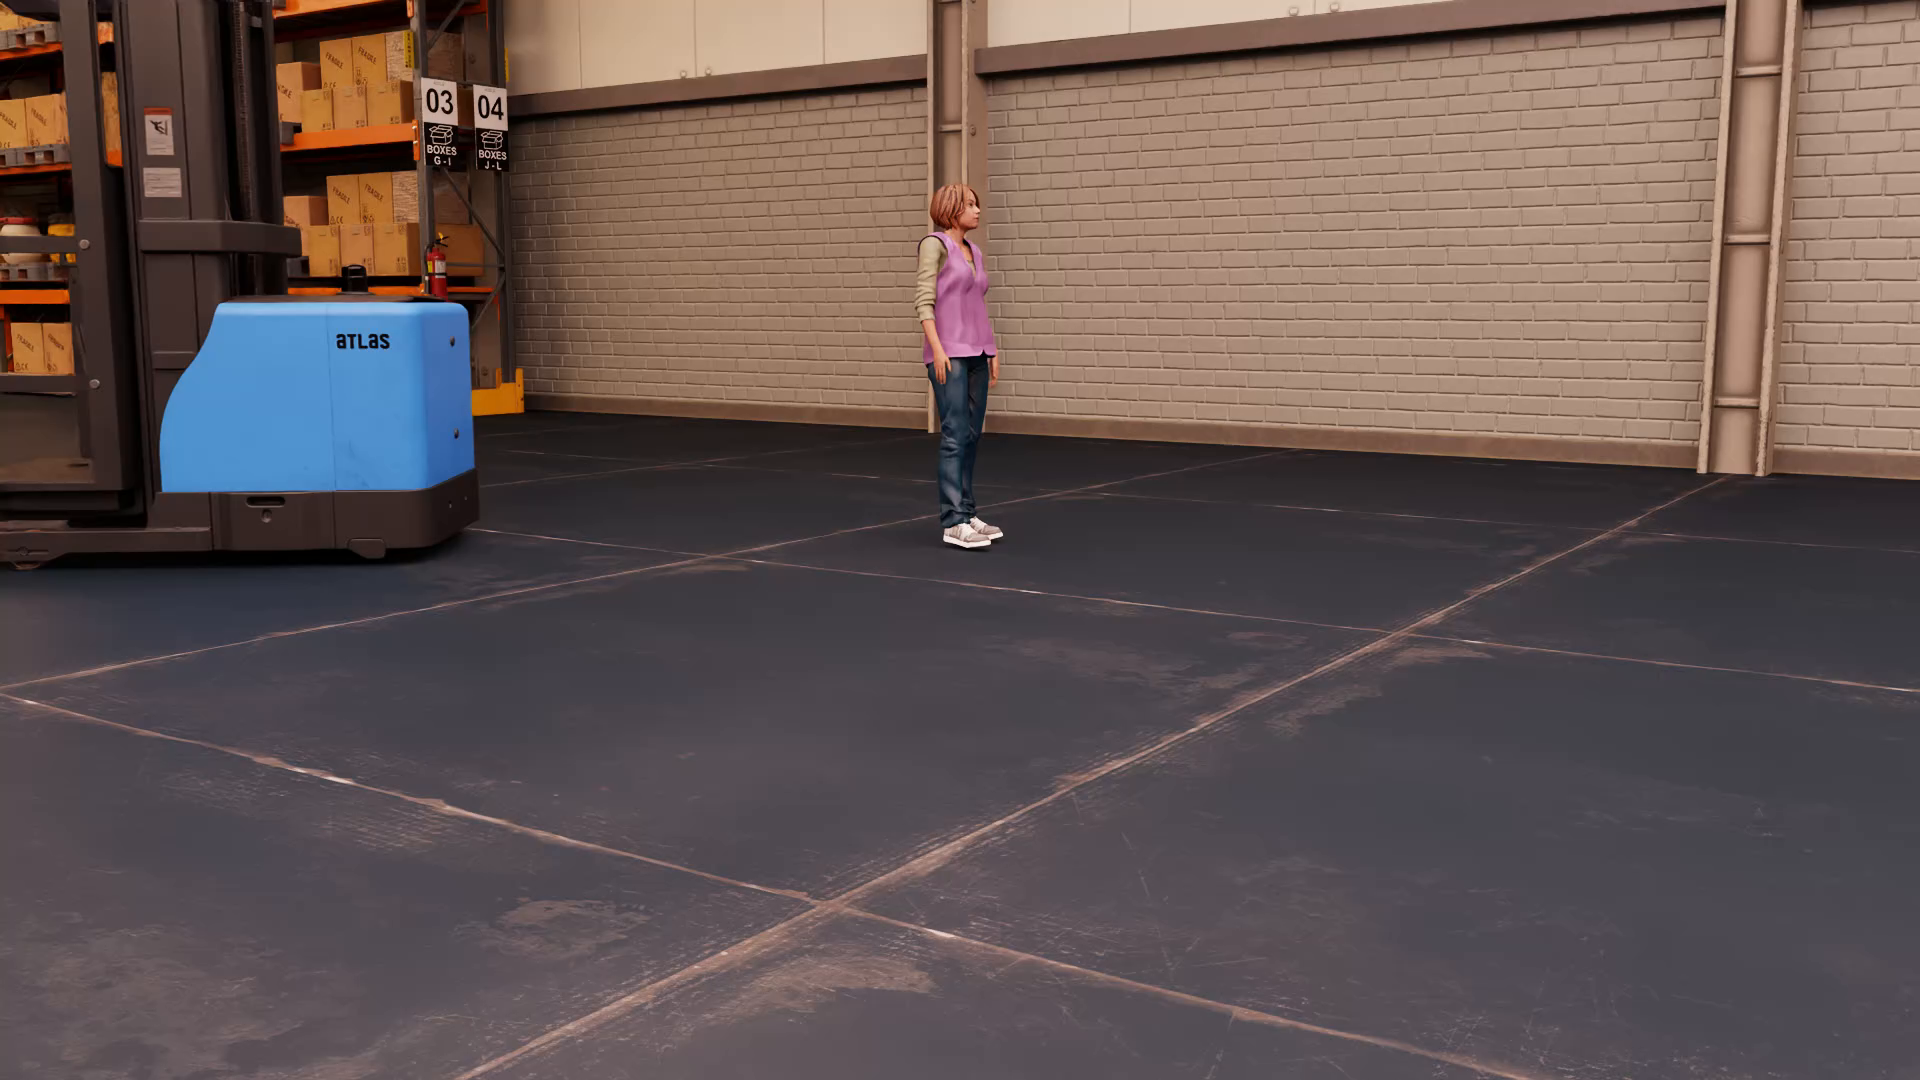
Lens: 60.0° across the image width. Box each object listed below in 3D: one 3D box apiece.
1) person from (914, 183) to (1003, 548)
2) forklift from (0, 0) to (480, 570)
[{"bbox_3d":[0.054,-0.790,7.438,0.473,1.599,0.521,5,10,34],"label":"person"},{"bbox_3d":[-3.733,-1.405,7.072,3.031,2.935,1.130,-1,8,-4],"label":"forklift"}]
